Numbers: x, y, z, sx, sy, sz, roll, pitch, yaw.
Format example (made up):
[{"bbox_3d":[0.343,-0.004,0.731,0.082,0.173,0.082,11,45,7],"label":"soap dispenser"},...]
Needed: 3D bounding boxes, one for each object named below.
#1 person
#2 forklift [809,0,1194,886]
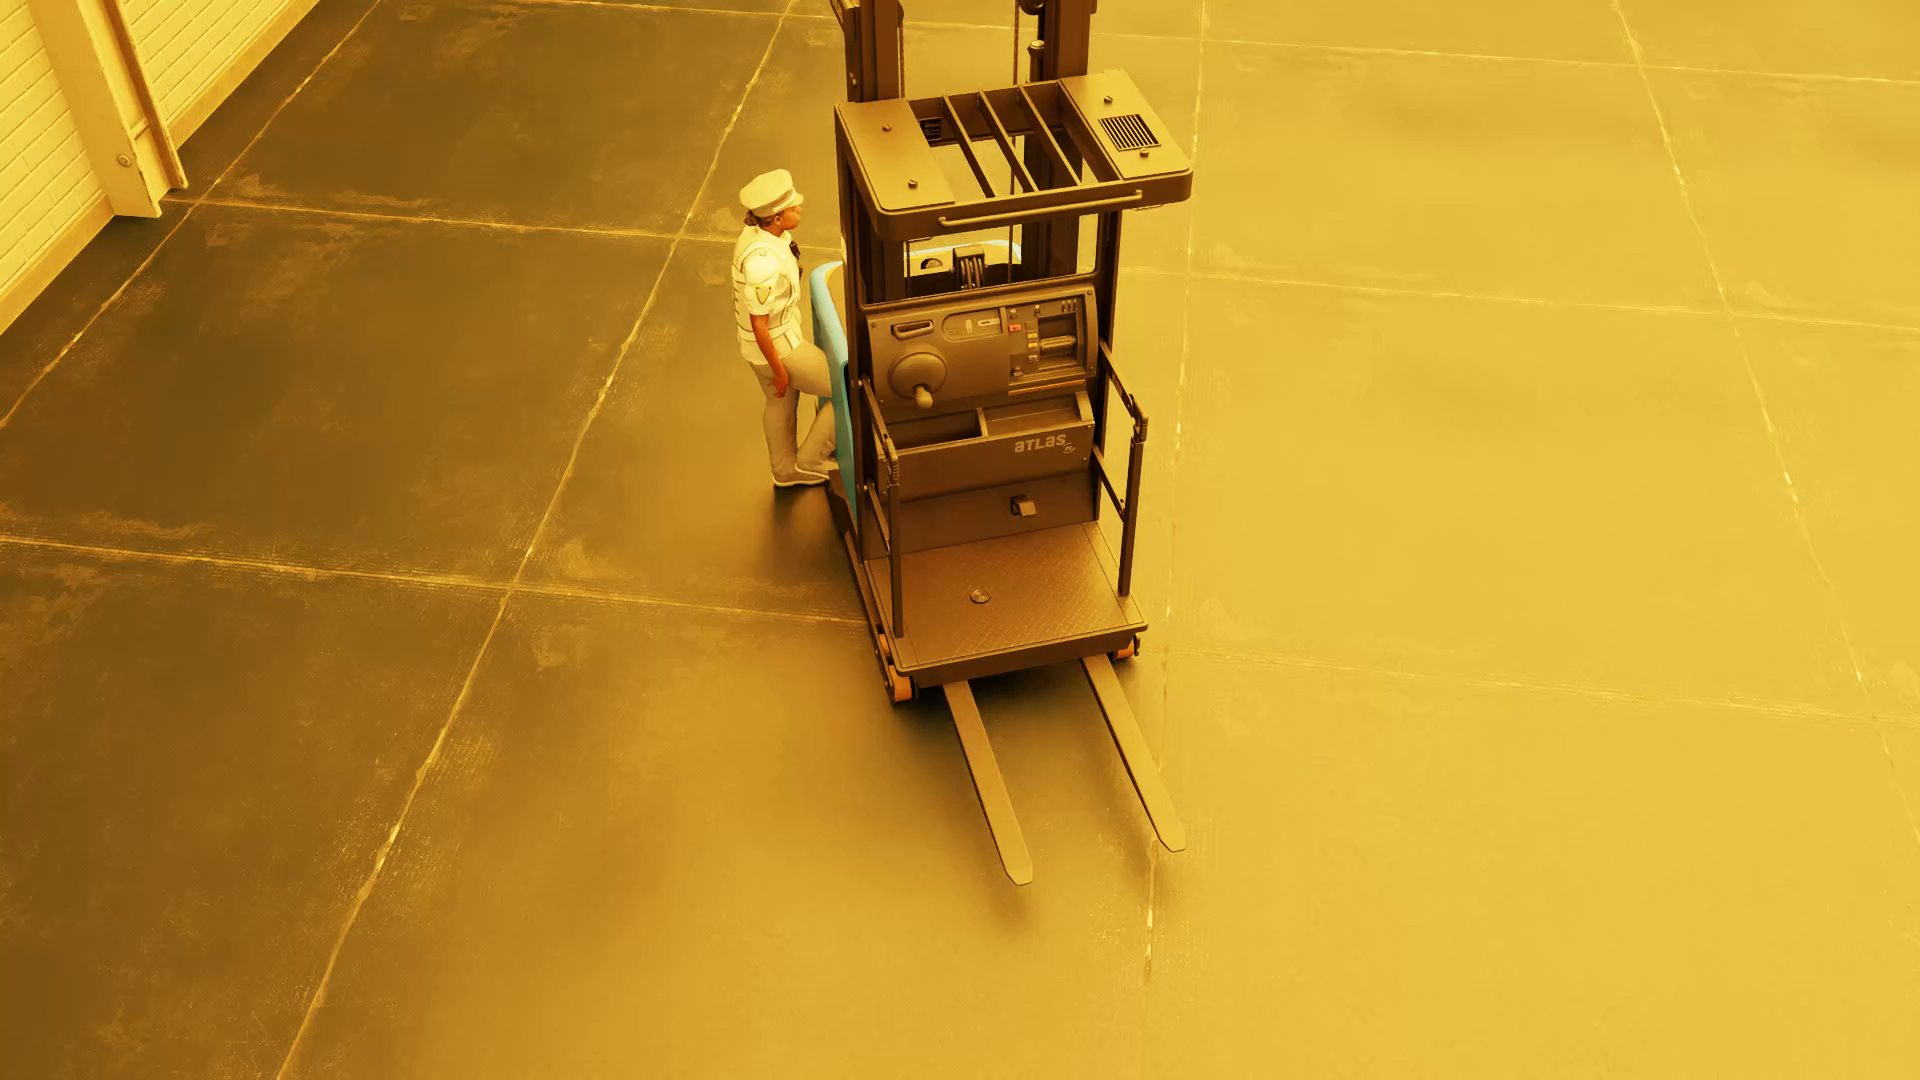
[{"bbox_3d":[-0.729,-0.889,7.612,0.567,1.671,0.573,-5,43,-5],"label":"person"},{"bbox_3d":[0.153,-0.681,6.465,1.130,2.935,3.031,-10,44,-11],"label":"forklift"}]
